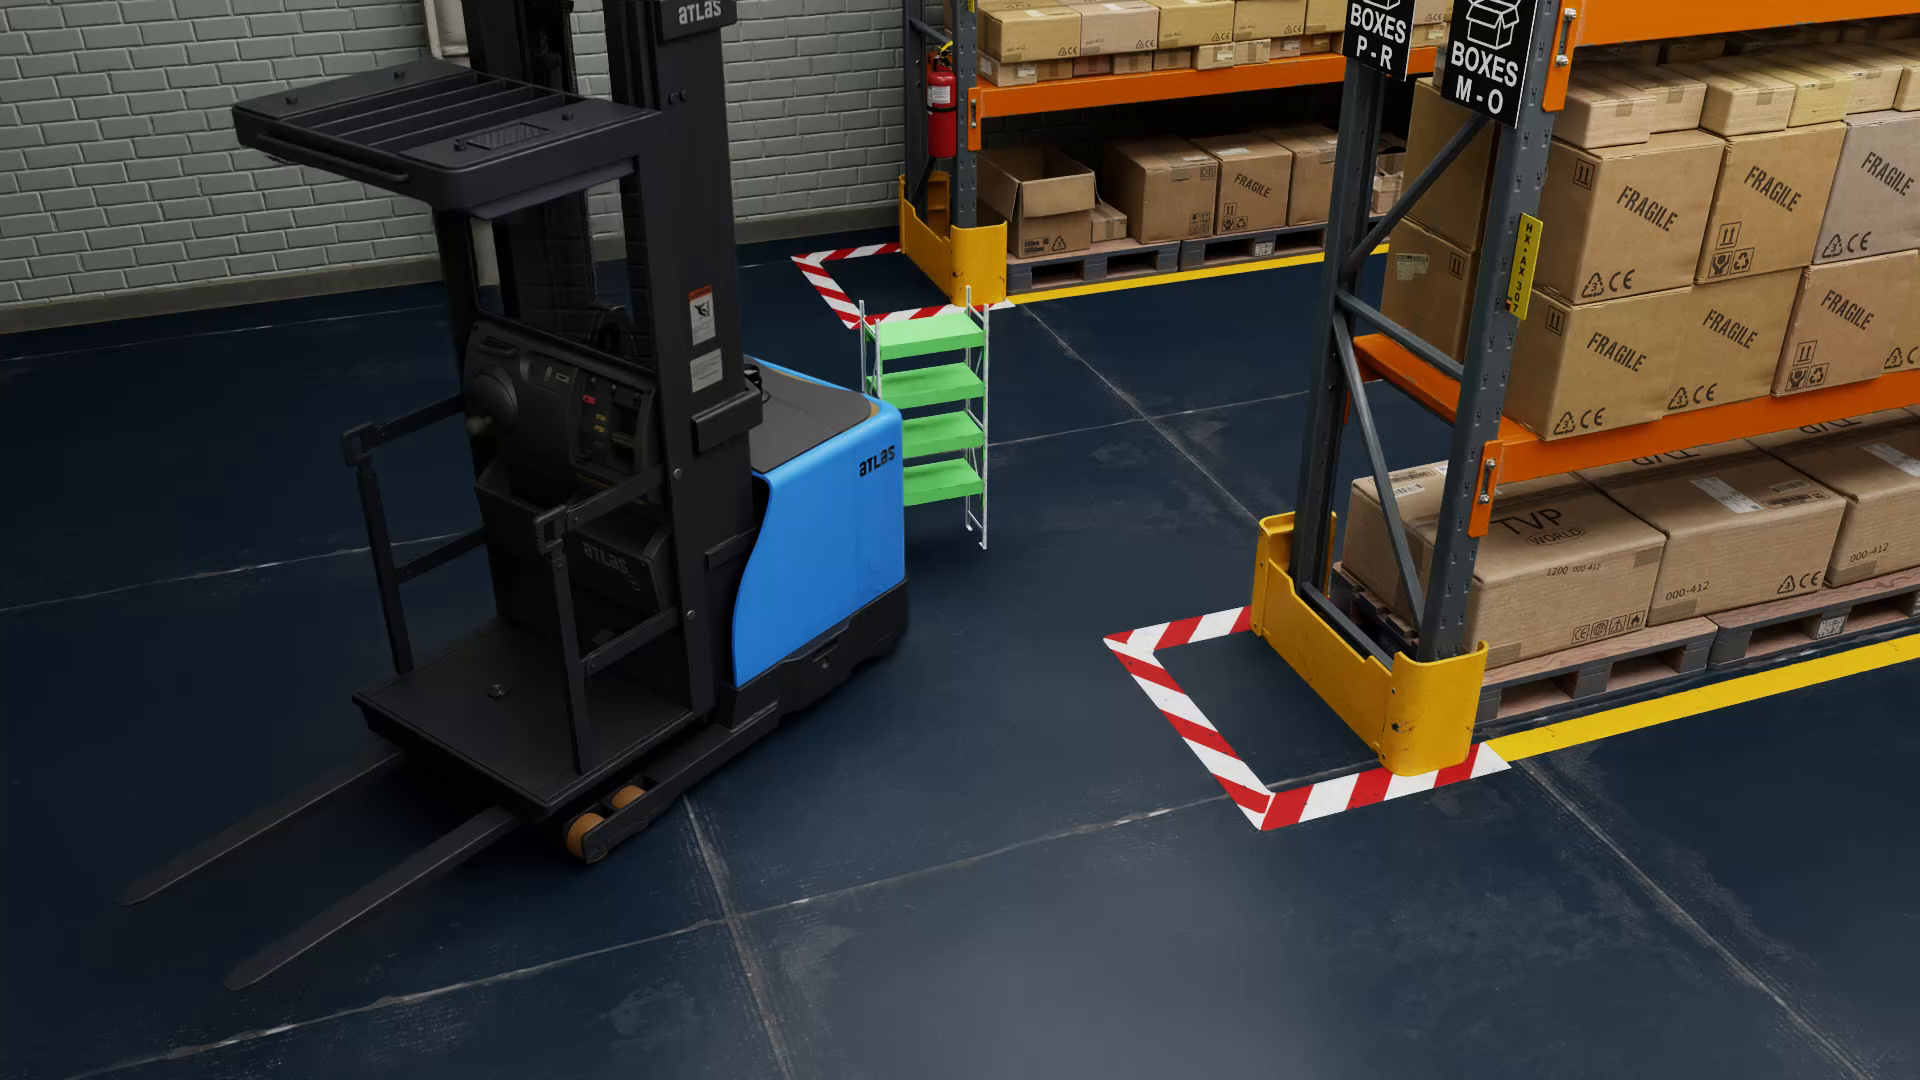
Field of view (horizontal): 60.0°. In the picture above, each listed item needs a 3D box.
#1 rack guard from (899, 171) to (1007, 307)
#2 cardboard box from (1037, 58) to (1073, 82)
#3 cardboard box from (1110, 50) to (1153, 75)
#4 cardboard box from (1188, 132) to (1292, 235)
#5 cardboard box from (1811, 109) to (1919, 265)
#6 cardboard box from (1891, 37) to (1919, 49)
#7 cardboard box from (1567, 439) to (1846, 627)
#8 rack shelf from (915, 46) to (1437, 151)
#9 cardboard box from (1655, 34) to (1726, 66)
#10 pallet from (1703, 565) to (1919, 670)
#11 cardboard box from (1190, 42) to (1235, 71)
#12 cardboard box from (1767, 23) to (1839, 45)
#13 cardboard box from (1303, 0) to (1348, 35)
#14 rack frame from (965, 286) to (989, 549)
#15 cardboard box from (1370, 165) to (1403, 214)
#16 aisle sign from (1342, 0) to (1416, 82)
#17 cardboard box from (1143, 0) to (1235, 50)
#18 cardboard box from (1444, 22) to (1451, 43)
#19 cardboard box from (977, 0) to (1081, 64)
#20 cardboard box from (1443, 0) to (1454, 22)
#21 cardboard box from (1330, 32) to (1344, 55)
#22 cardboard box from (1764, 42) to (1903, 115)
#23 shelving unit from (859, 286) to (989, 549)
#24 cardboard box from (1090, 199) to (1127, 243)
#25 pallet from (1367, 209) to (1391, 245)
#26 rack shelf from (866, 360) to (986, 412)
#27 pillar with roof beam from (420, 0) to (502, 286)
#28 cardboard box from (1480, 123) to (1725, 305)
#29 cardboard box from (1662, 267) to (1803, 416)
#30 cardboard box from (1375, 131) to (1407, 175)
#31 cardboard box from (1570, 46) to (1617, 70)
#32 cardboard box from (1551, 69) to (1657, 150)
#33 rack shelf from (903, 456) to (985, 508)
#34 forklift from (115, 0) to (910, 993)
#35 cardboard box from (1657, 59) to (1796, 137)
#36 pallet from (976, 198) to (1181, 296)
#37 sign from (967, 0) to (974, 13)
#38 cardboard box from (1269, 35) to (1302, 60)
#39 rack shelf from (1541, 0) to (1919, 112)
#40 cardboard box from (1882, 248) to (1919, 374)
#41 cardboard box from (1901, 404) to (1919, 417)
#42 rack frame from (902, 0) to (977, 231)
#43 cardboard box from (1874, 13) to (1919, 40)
[{"bbox_3d":[-0.058,-1.945,10.659,0.348,0.500,1.175,-10,31,-18],"label":"rack guard"},{"bbox_3d":[0.496,-2.904,10.071,0.250,0.149,0.380,-10,31,-16],"label":"cardboard box"},{"bbox_3d":[0.989,-2.981,10.205,0.250,0.149,0.380,-9,31,-16],"label":"cardboard box"},{"bbox_3d":[1.822,-2.351,10.947,0.500,0.500,0.500,-10,31,-17],"label":"cardboard box"},{"bbox_3d":[3.115,-1.329,5.942,0.500,0.500,0.500,-11,31,-18],"label":"cardboard box"},{"bbox_3d":[3.502,-1.657,5.861,0.250,0.149,0.380,-11,32,-19],"label":"cardboard box"},{"bbox_3d":[3.043,-0.107,7.072,0.875,0.438,0.875,-10,31,-16],"label":"cardboard box"},{"bbox_3d":[1.745,-3.051,10.802,4.000,0.370,1.077,-10,31,-18],"label":"rack shelf"},{"bbox_3d":[2.564,-1.794,6.102,0.250,0.149,0.380,-10,31,-16],"label":"cardboard box"},{"bbox_3d":[3.468,0.113,7.339,1.213,0.211,1.003,-10,31,-18],"label":"pallet"},{"bbox_3d":[1.499,-3.038,10.306,0.250,0.149,0.380,-11,32,-19],"label":"cardboard box"},{"bbox_3d":[3.048,-1.876,6.247,0.250,0.149,0.380,-10,31,-16],"label":"cardboard box"},{"bbox_3d":[2.291,-3.398,10.536,0.500,0.250,0.500,-11,31,-18],"label":"cardboard box"},{"bbox_3d":[0.074,-0.535,7.477,0.015,1.200,0.240,-10,31,-18],"label":"rack frame"},{"bbox_3d":[2.865,-2.409,11.286,0.258,0.266,0.396,-9,31,-16],"label":"cardboard box"},{"bbox_3d":[1.429,-1.977,5.564,0.004,0.787,0.394,-10,31,-18],"label":"aisle sign"},{"bbox_3d":[1.336,-3.212,10.208,0.500,0.250,0.500,-11,31,-19],"label":"cardboard box"},{"bbox_3d":[3.172,-3.372,10.893,0.250,0.149,0.380,-10,31,-16],"label":"cardboard box"},{"bbox_3d":[0.390,-3.036,9.899,0.500,0.250,0.500,-10,31,-17],"label":"cardboard box"},{"bbox_3d":[3.227,-3.572,10.840,0.500,0.250,0.500,-10,31,-16],"label":"cardboard box"},{"bbox_3d":[2.452,-3.226,10.637,0.250,0.149,0.380,-11,31,-18],"label":"cardboard box"},{"bbox_3d":[3.006,-1.602,5.766,0.250,0.149,0.380,-10,31,-17],"label":"cardboard box"},{"bbox_3d":[-0.155,-0.493,7.403,0.503,1.200,0.258,-10,31,-18],"label":"shelving unit"},{"bbox_3d":[0.888,-2.079,10.825,0.250,0.149,0.380,-12,32,-20],"label":"cardboard box"},{"bbox_3d":[2.975,-2.379,11.713,1.213,0.211,1.003,-10,31,-18],"label":"pallet"},{"bbox_3d":[-0.155,-0.646,7.316,0.480,0.148,0.258,-10,31,-18],"label":"rack shelf"},{"bbox_3d":[-1.470,-3.580,4.944,0.400,9.000,9.100,-10,31,-18],"label":"pillar with roof beam"},{"bbox_3d":[2.154,-1.145,5.618,0.500,0.500,0.500,-11,32,-19],"label":"cardboard box"},{"bbox_3d":[2.619,-0.809,6.039,0.500,0.500,0.500,-11,31,-18],"label":"cardboard box"},{"bbox_3d":[2.918,-2.719,11.783,0.500,0.311,0.500,-9,31,-16],"label":"cardboard box"},{"bbox_3d":[2.101,-1.686,5.912,0.250,0.149,0.380,-10,31,-17],"label":"cardboard box"},{"bbox_3d":[2.034,-1.409,5.426,0.250,0.149,0.380,-10,31,-17],"label":"cardboard box"},{"bbox_3d":[-0.155,-0.229,7.553,0.480,0.148,0.258,-10,31,-18],"label":"rack shelf"},{"bbox_3d":[-1.506,-0.431,5.545,1.130,2.935,3.031,21,36,32],"label":"forklift"},{"bbox_3d":[2.538,-1.478,5.549,0.250,0.149,0.380,-9,31,-16],"label":"cardboard box"},{"bbox_3d":[0.688,-1.958,10.973,1.213,0.211,1.003,-10,31,-18],"label":"pallet"},{"bbox_3d":[0.060,-3.143,9.361,0.005,0.325,0.100,-10,31,-18],"label":"sign"},{"bbox_3d":[1.956,-3.169,10.536,0.250,0.149,0.380,-11,31,-18],"label":"cardboard box"},{"bbox_3d":[3.479,-2.052,6.018,4.000,0.370,1.077,-10,31,-18],"label":"rack shelf"},{"bbox_3d":[3.566,-0.983,6.344,0.500,0.500,0.500,-9,31,-16],"label":"cardboard box"},{"bbox_3d":[4.728,-0.417,7.616,0.875,0.438,0.875,-11,31,-18],"label":"cardboard box"},{"bbox_3d":[-0.130,-3.018,10.018,0.127,3.000,1.000,-10,31,-18],"label":"rack frame"},{"bbox_3d":[3.533,-1.978,6.425,0.250,0.149,0.380,-10,31,-17],"label":"cardboard box"}]
